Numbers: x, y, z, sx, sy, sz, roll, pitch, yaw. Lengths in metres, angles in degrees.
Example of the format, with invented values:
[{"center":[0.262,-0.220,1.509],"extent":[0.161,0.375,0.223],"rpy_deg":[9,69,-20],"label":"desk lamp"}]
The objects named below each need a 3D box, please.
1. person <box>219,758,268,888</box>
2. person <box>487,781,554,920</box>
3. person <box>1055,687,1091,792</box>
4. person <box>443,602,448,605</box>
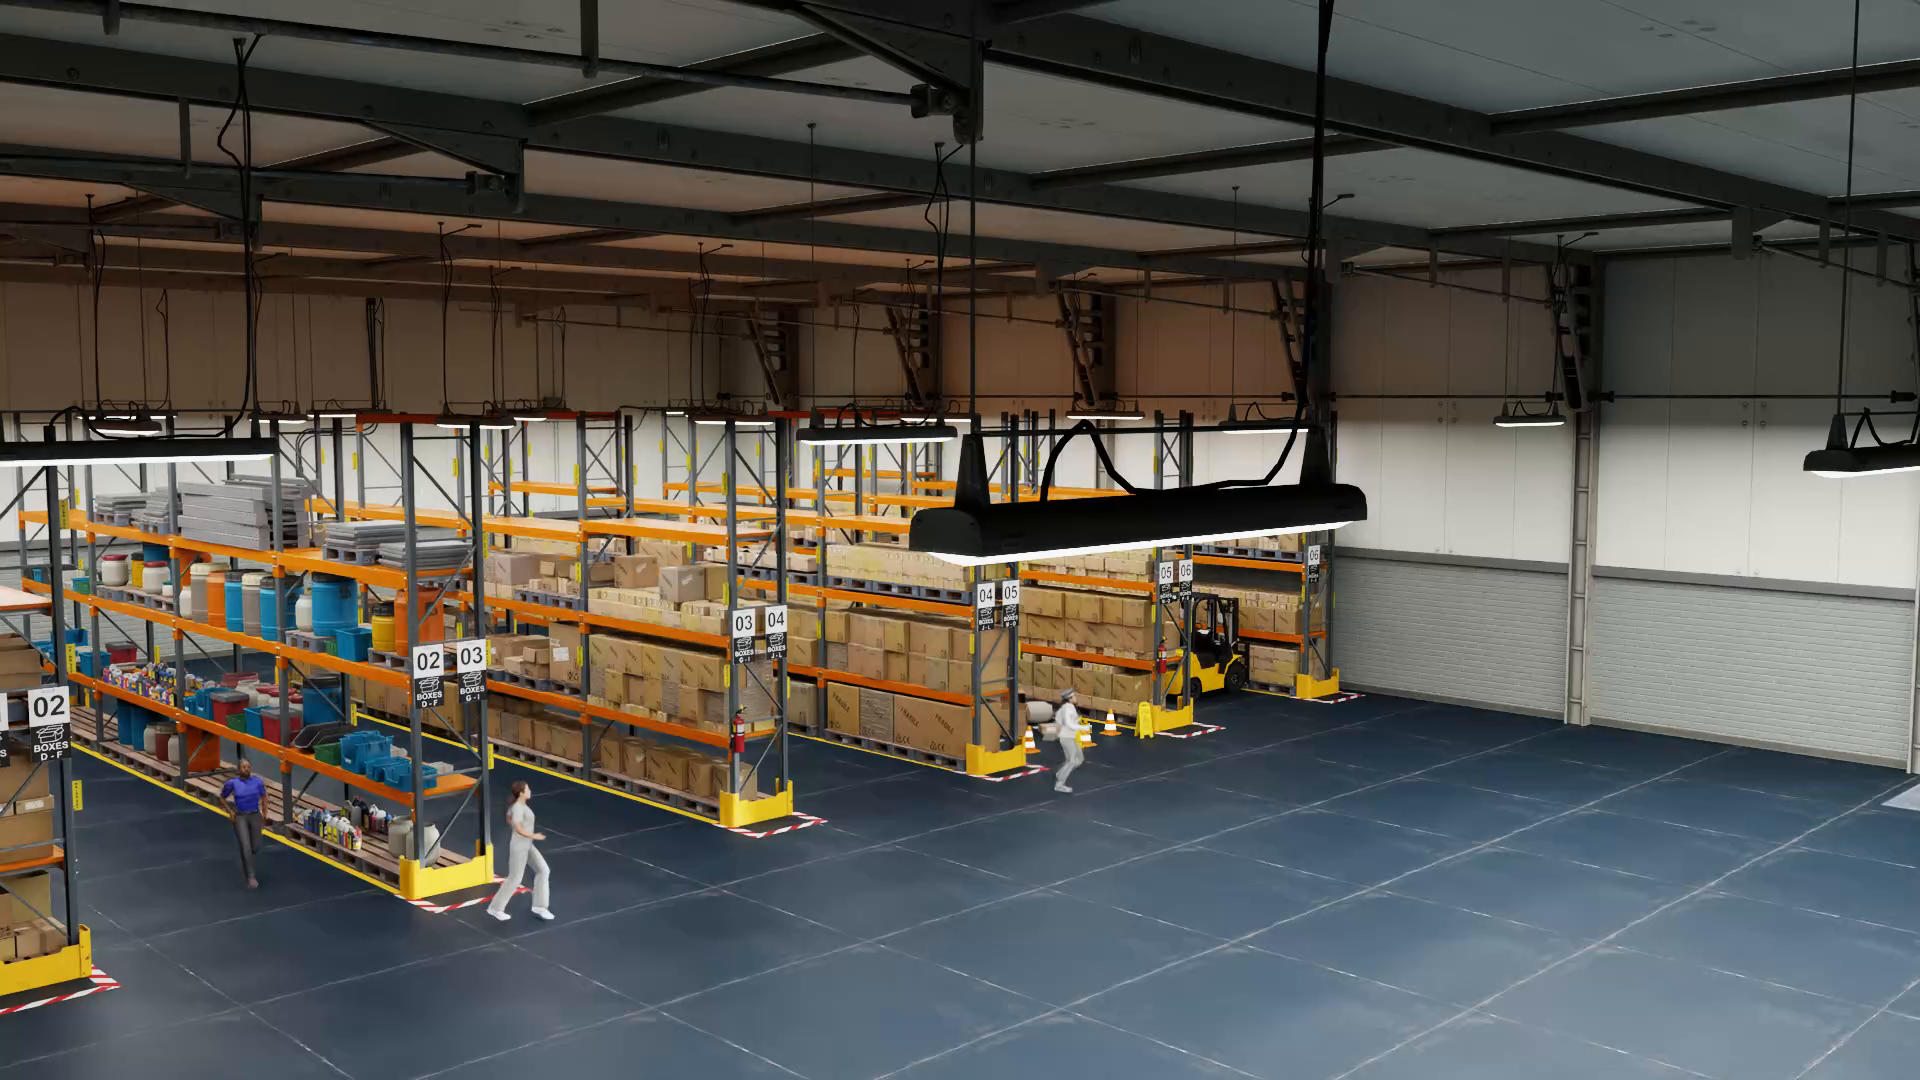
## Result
[{"center":[-9.307,3.652,21.657],"extent":[0.578,1.646,0.780],"rpy_deg":[-4,6,-36],"label":"person"},{"center":[-5.318,3.756,20.150],"extent":[0.789,1.692,0.614],"rpy_deg":[-1,5,-6],"label":"person"},{"center":[1.807,3.188,26.712],"extent":[0.578,1.653,0.649],"rpy_deg":[0,5,2],"label":"person"},{"center":[-12.011,2.225,38.317],"extent":[0.743,1.602,0.631],"rpy_deg":[-1,5,-9],"label":"person"}]
